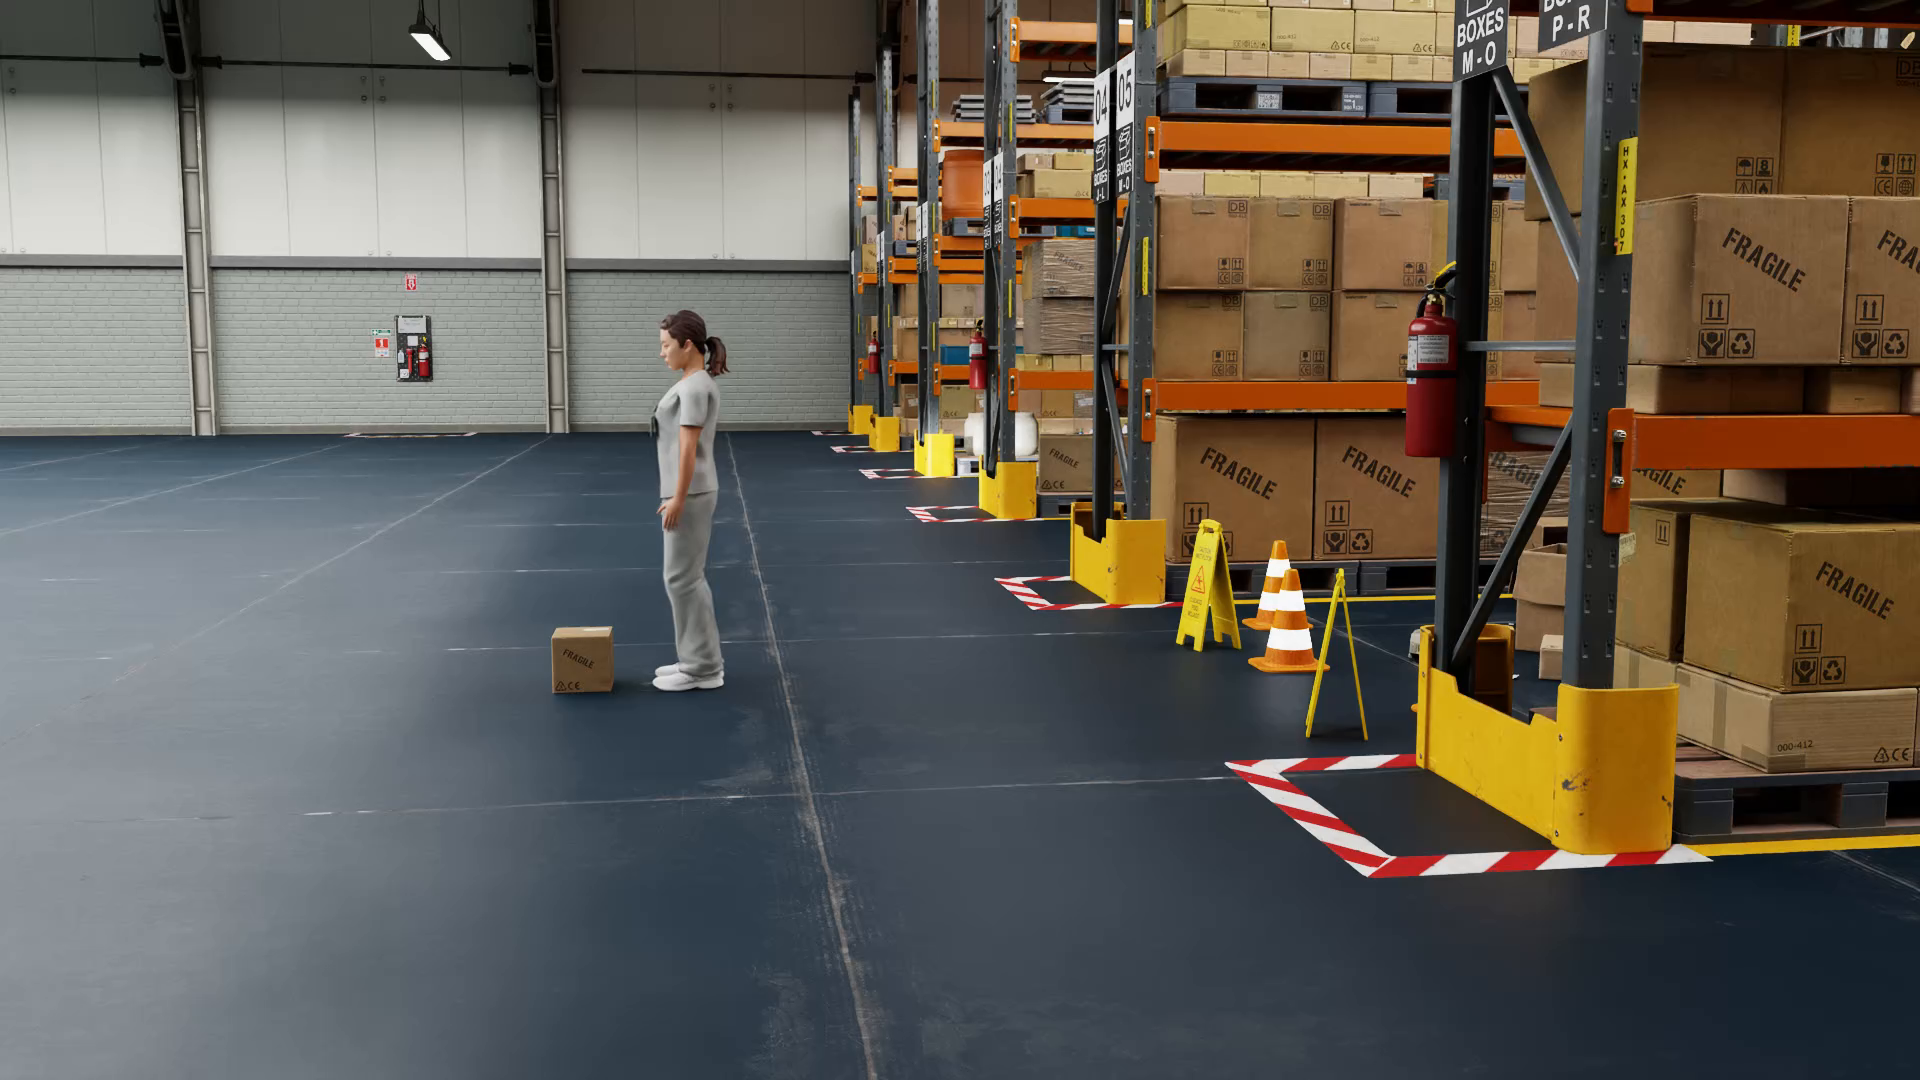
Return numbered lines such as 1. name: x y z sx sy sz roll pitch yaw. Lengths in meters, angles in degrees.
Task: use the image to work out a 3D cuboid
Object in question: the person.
1. person: -1.197 -0.172 7.374 0.349 1.663 0.441 -1 7 -8
